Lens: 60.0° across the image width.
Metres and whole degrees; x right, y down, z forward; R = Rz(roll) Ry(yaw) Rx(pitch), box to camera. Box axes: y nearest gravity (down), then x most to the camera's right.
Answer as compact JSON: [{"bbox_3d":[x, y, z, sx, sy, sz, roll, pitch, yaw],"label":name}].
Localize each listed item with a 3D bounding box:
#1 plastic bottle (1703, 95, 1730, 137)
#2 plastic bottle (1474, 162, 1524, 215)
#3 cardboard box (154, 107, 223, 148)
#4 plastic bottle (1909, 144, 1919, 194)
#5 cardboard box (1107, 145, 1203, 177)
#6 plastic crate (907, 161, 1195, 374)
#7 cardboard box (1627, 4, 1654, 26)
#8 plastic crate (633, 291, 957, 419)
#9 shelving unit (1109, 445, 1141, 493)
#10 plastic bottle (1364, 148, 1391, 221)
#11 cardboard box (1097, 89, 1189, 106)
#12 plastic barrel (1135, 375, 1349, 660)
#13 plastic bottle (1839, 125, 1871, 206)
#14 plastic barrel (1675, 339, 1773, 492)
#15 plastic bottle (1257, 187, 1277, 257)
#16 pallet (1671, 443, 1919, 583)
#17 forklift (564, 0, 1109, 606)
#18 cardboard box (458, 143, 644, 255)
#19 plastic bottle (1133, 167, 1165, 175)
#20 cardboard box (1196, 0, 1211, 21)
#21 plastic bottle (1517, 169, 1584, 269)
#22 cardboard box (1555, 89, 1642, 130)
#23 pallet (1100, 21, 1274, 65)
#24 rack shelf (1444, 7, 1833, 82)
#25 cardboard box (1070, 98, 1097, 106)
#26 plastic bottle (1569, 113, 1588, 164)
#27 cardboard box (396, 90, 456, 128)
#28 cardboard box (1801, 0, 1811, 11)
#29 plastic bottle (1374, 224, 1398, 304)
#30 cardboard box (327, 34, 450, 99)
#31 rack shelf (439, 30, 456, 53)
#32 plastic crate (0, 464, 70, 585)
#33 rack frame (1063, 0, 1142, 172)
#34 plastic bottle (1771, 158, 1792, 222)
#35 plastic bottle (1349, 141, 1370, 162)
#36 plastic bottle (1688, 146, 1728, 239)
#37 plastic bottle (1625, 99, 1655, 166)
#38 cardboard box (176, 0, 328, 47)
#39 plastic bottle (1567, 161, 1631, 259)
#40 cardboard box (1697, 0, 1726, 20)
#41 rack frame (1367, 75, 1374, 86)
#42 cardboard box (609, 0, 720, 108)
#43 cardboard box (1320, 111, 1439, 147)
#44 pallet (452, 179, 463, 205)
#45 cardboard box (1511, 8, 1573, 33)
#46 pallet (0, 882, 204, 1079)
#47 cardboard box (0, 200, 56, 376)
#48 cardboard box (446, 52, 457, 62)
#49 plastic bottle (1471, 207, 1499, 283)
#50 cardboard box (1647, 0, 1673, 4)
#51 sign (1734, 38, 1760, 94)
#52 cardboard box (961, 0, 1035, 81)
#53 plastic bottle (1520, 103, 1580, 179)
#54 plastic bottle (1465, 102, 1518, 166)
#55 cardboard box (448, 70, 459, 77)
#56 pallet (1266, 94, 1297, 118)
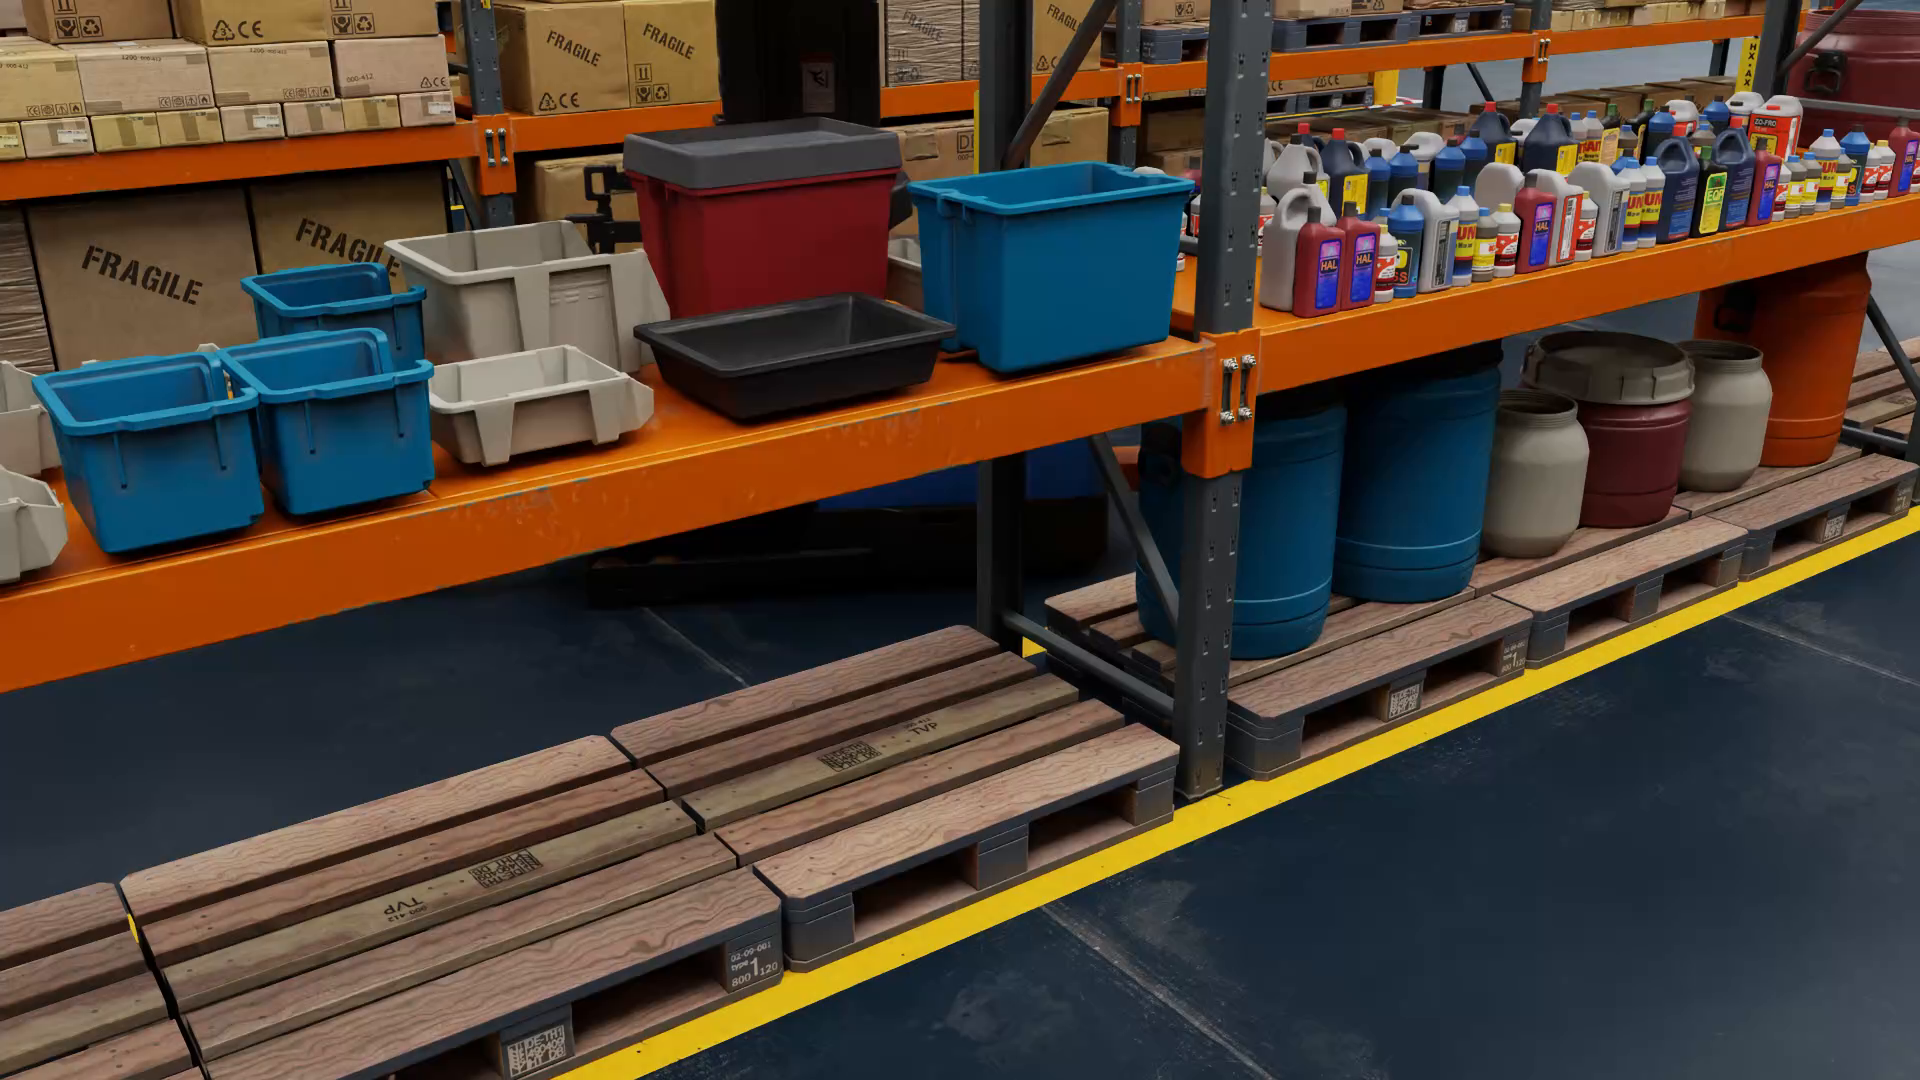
[{"bbox_3d":[2.988,-1.624,6.592,0.097,0.271,0.097,0,22,0],"label":"plastic bottle"},{"bbox_3d":[1.652,-1.005,5.035,0.135,0.276,0.152,-15,26,-33],"label":"plastic bottle"},{"bbox_3d":[-3.393,-1.817,7.241,0.250,0.149,0.380,-14,26,-32],"label":"cardboard box"},{"bbox_3d":[3.455,-1.369,6.048,0.097,0.201,0.097,0,22,0],"label":"plastic bottle"},{"bbox_3d":[1.278,-2.381,11.096,0.500,0.500,0.700,-17,27,-36],"label":"cardboard box"},{"bbox_3d":[0.211,-0.648,3.913,0.575,0.384,0.392,-15,26,-33],"label":"plastic crate"},{"bbox_3d":[5.164,-4.103,12.971,0.250,0.149,0.380,-15,26,-33],"label":"cardboard box"},{"bbox_3d":[-0.360,-0.408,3.662,0.590,0.125,0.437,-15,26,-33],"label":"plastic crate"},{"bbox_3d":[0.639,-0.486,6.197,0.252,1.050,0.215,-3,22,-8],"label":"shelving unit"},{"bbox_3d":[1.316,-1.109,5.301,0.097,0.271,0.097,0,22,0],"label":"plastic bottle"},{"bbox_3d":[1.729,-4.890,16.904,0.875,0.875,0.875,-14,26,-32],"label":"cardboard box"},{"bbox_3d":[0.843,-0.164,5.025,0.708,0.901,0.600,-15,26,-33],"label":"plastic barrel"},{"bbox_3d":[3.109,-1.310,5.805,0.097,0.271,0.097,0,22,0],"label":"plastic bottle"},{"bbox_3d":[2.845,-0.476,6.333,0.421,0.512,0.421,0,22,0],"label":"plastic barrel"},{"bbox_3d":[0.907,-0.967,5.040,0.097,0.201,0.097,0,22,0],"label":"plastic bottle"},{"bbox_3d":[3.023,-0.218,6.659,1.213,0.211,1.003,-15,26,-33],"label":"pallet"},{"bbox_3d":[-1.019,-1.340,5.799,3.031,2.935,1.130,-3,22,-8],"label":"forklift"},{"bbox_3d":[-1.994,-1.674,8.844,0.875,0.875,1.225,-15,26,-33],"label":"cardboard box"},{"bbox_3d":[0.522,-0.956,4.912,0.135,0.276,0.152,-15,26,-33],"label":"plastic bottle"},{"bbox_3d":[1.555,-3.708,10.940,0.500,0.500,0.700,-11,24,-25],"label":"cardboard box"},{"bbox_3d":[1.741,-0.959,4.921,0.135,0.276,0.152,-15,26,-33],"label":"plastic bottle"},{"bbox_3d":[5.259,-3.446,13.790,0.500,0.500,0.500,-18,28,-37],"label":"cardboard box"},{"bbox_3d":[1.262,-3.284,10.838,1.003,0.211,1.213,-15,26,-33],"label":"pallet"},{"bbox_3d":[5.616,-4.151,13.723,4.000,0.370,1.077,-15,26,-33],"label":"rack shelf"},{"bbox_3d":[0.726,-4.555,16.234,0.750,0.750,1.050,-15,26,-33],"label":"cardboard box"},{"bbox_3d":[2.238,-1.424,6.091,0.097,0.271,0.097,0,22,0],"label":"plastic bottle"},{"bbox_3d":[-2.558,-2.040,7.800,0.250,0.149,0.380,-15,26,-33],"label":"cardboard box"},{"bbox_3d":[7.129,-4.678,14.411,0.250,0.149,0.380,-15,26,-33],"label":"cardboard box"},{"bbox_3d":[1.129,-0.749,4.494,0.097,0.201,0.097,0,22,0],"label":"plastic bottle"},{"bbox_3d":[-2.707,-2.215,7.701,0.500,0.250,0.500,-15,26,-34],"label":"cardboard box"},{"bbox_3d":[-3.693,-3.934,13.178,4.000,0.370,1.077,-15,26,-33],"label":"rack shelf"},{"bbox_3d":[-1.604,-0.016,2.665,0.298,0.136,0.250,-15,26,-33],"label":"plastic crate"},{"bbox_3d":[0.746,-3.187,10.336,0.127,3.000,1.000,-15,26,-33],"label":"rack frame"},{"bbox_3d":[2.714,-1.172,5.553,0.097,0.201,0.097,0,22,0],"label":"plastic bottle"},{"bbox_3d":[1.228,-1.144,5.384,0.135,0.276,0.152,-15,26,-33],"label":"plastic bottle"},{"bbox_3d":[2.373,-1.110,5.289,0.133,0.283,0.061,-15,26,-33],"label":"plastic bottle"},{"bbox_3d":[2.587,-1.531,6.343,0.133,0.283,0.061,-15,26,-33],"label":"plastic bottle"},{"bbox_3d":[-3.128,-2.451,7.280,0.500,0.500,0.500,-15,26,-32],"label":"cardboard box"},{"bbox_3d":[1.929,-1.010,5.046,0.135,0.276,0.152,-15,26,-33],"label":"plastic bottle"},{"bbox_3d":[5.972,-4.322,13.518,0.250,0.149,0.380,-15,26,-33],"label":"cardboard box"},{"bbox_3d":[4.425,-6.433,18.469,0.127,3.000,1.000,-15,26,-33],"label":"rack frame"},{"bbox_3d":[-1.574,-2.501,8.482,0.500,0.500,0.500,-15,26,-33],"label":"cardboard box"},{"bbox_3d":[3.083,-2.872,12.326,0.500,0.500,0.700,-15,26,-33],"label":"cardboard box"},{"bbox_3d":[-3.694,-2.975,13.566,1.213,0.211,1.003,-15,26,-33],"label":"pallet"},{"bbox_3d":[4.343,-3.892,12.442,0.250,0.149,0.380,-15,26,-33],"label":"cardboard box"},{"bbox_3d":[-2.164,1.163,3.197,1.213,0.211,1.003,-15,26,-33],"label":"pallet"},{"bbox_3d":[-4.537,-1.023,7.213,0.875,0.875,0.875,-15,26,-33],"label":"cardboard box"},{"bbox_3d":[-5.651,-5.252,17.811,0.875,0.875,0.875,-15,26,-33],"label":"cardboard box"},{"bbox_3d":[1.476,-0.841,4.726,0.097,0.201,0.097,0,22,0],"label":"plastic bottle"},{"bbox_3d":[5.167,-4.552,13.221,0.500,0.500,0.875,-15,26,-33],"label":"cardboard box"},{"bbox_3d":[3.311,-1.937,6.982,0.005,0.325,0.100,-15,26,-33],"label":"sign"},{"bbox_3d":[0.082,-2.946,9.596,0.500,0.500,0.500,-15,26,-33],"label":"cardboard box"},{"bbox_3d":[2.038,-1.327,5.742,0.185,0.351,0.144,-15,26,-33],"label":"plastic bottle"},{"bbox_3d":[1.840,-1.344,5.784,0.185,0.351,0.144,-15,26,-33],"label":"plastic bottle"},{"bbox_3d":[-3.715,-3.523,12.972,0.500,0.250,0.500,-14,26,-31],"label":"cardboard box"},{"bbox_3d":[2.832,-4.678,17.835,1.213,0.211,1.003,-15,26,-33],"label":"pallet"}]
